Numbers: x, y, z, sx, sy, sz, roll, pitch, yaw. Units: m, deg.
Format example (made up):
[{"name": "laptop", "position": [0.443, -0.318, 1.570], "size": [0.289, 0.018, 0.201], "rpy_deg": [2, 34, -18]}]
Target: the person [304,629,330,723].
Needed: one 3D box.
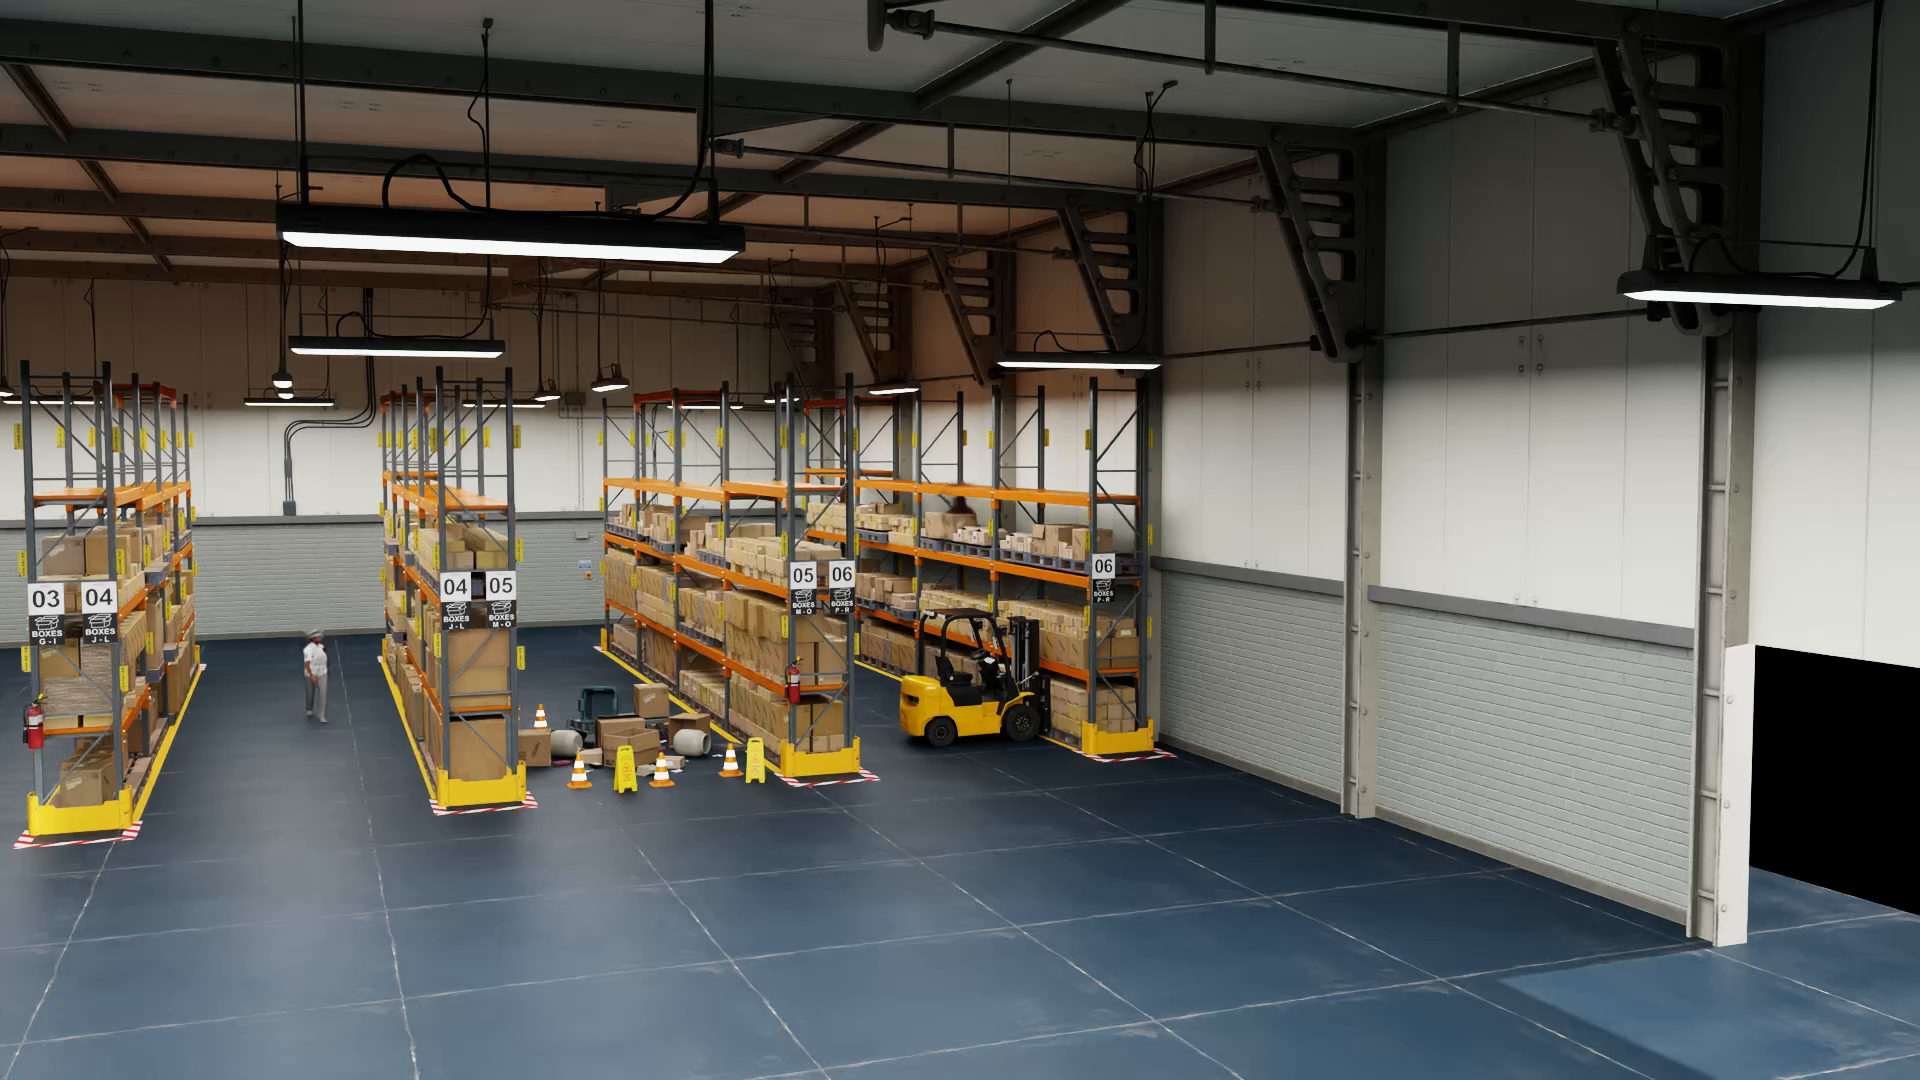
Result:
[{"name": "person", "position": [-11.434, 2.398, 29.562], "size": [0.421, 1.647, 0.916], "rpy_deg": [-2, 4, -27]}]
